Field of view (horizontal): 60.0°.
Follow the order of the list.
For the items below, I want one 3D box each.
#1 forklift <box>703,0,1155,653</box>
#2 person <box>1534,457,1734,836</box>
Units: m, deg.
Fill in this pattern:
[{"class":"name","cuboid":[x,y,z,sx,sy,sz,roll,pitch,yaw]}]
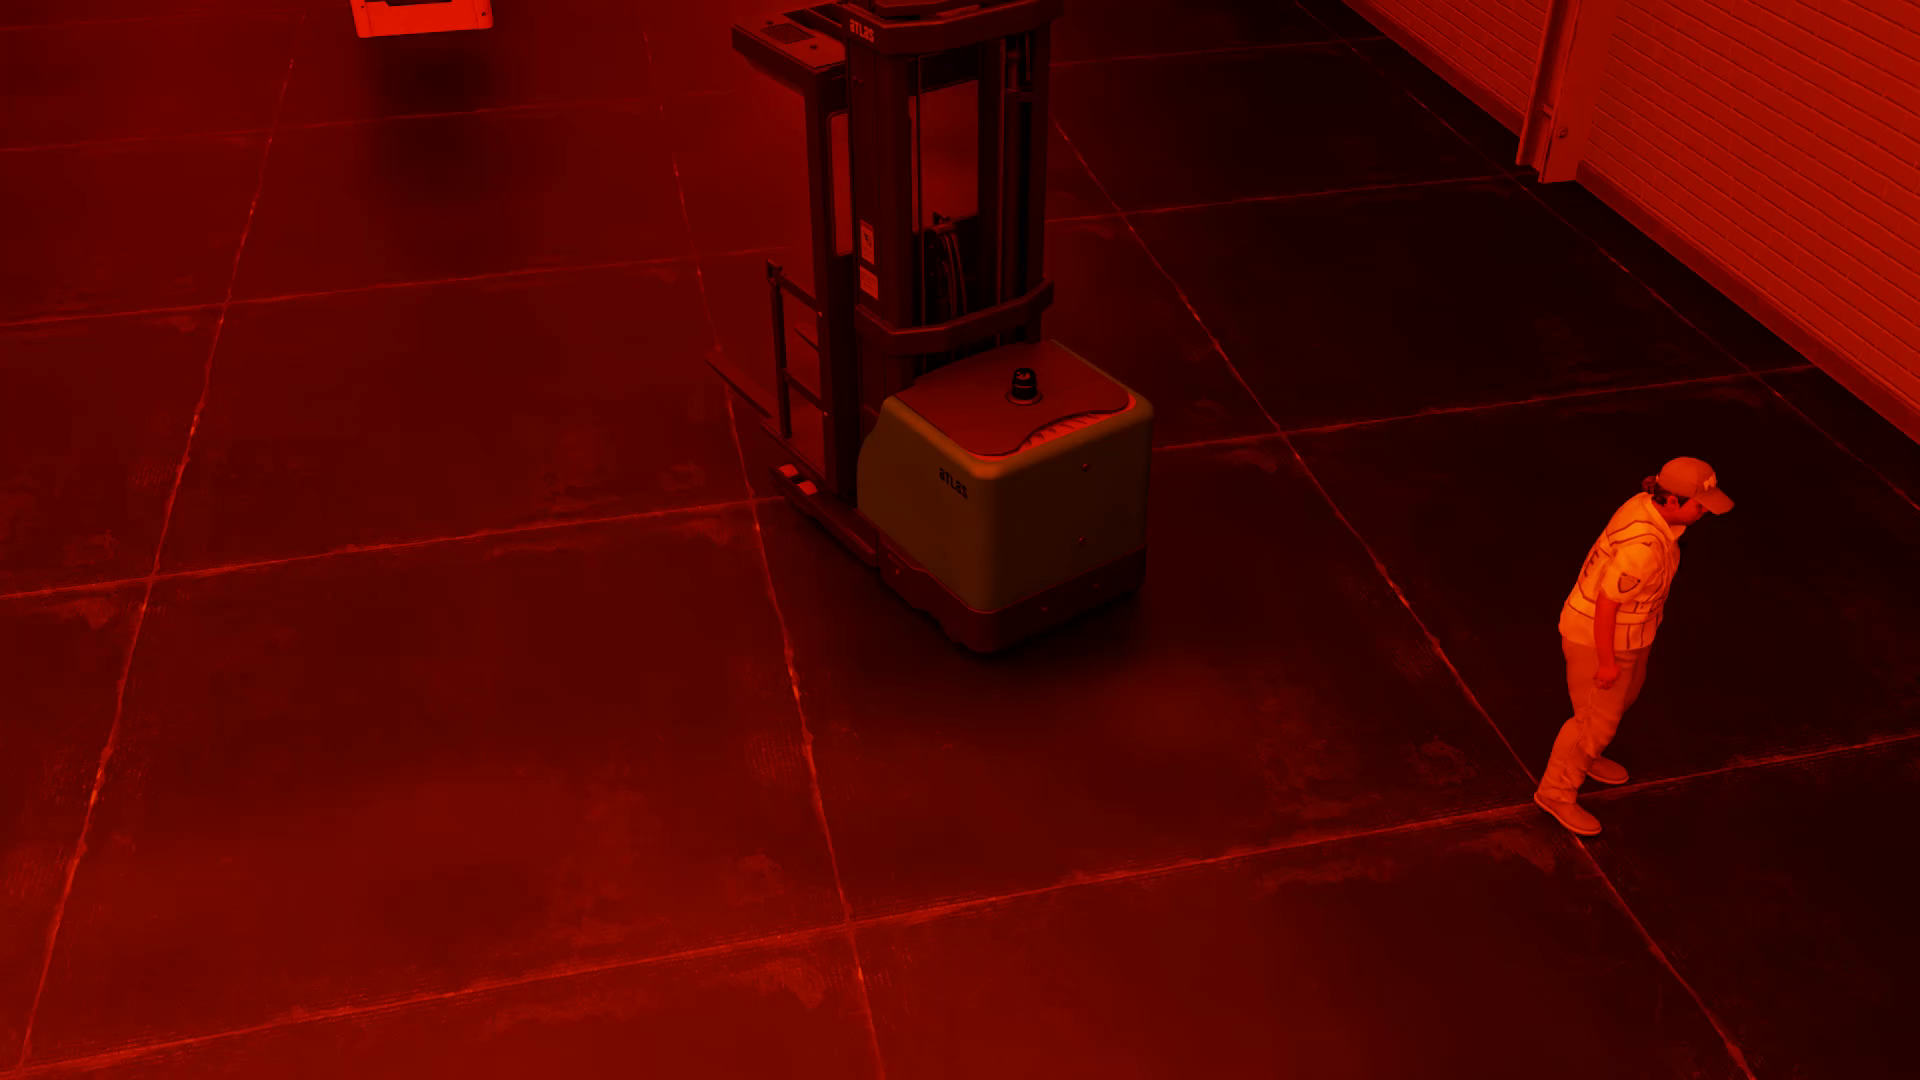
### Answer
[{"class":"forklift","cuboid":[-0.350,-1.480,8.107,1.130,2.935,3.031,-22,41,-28]},{"class":"person","cuboid":[2.630,0.383,6.605,0.470,1.664,0.549,21,41,27]}]
